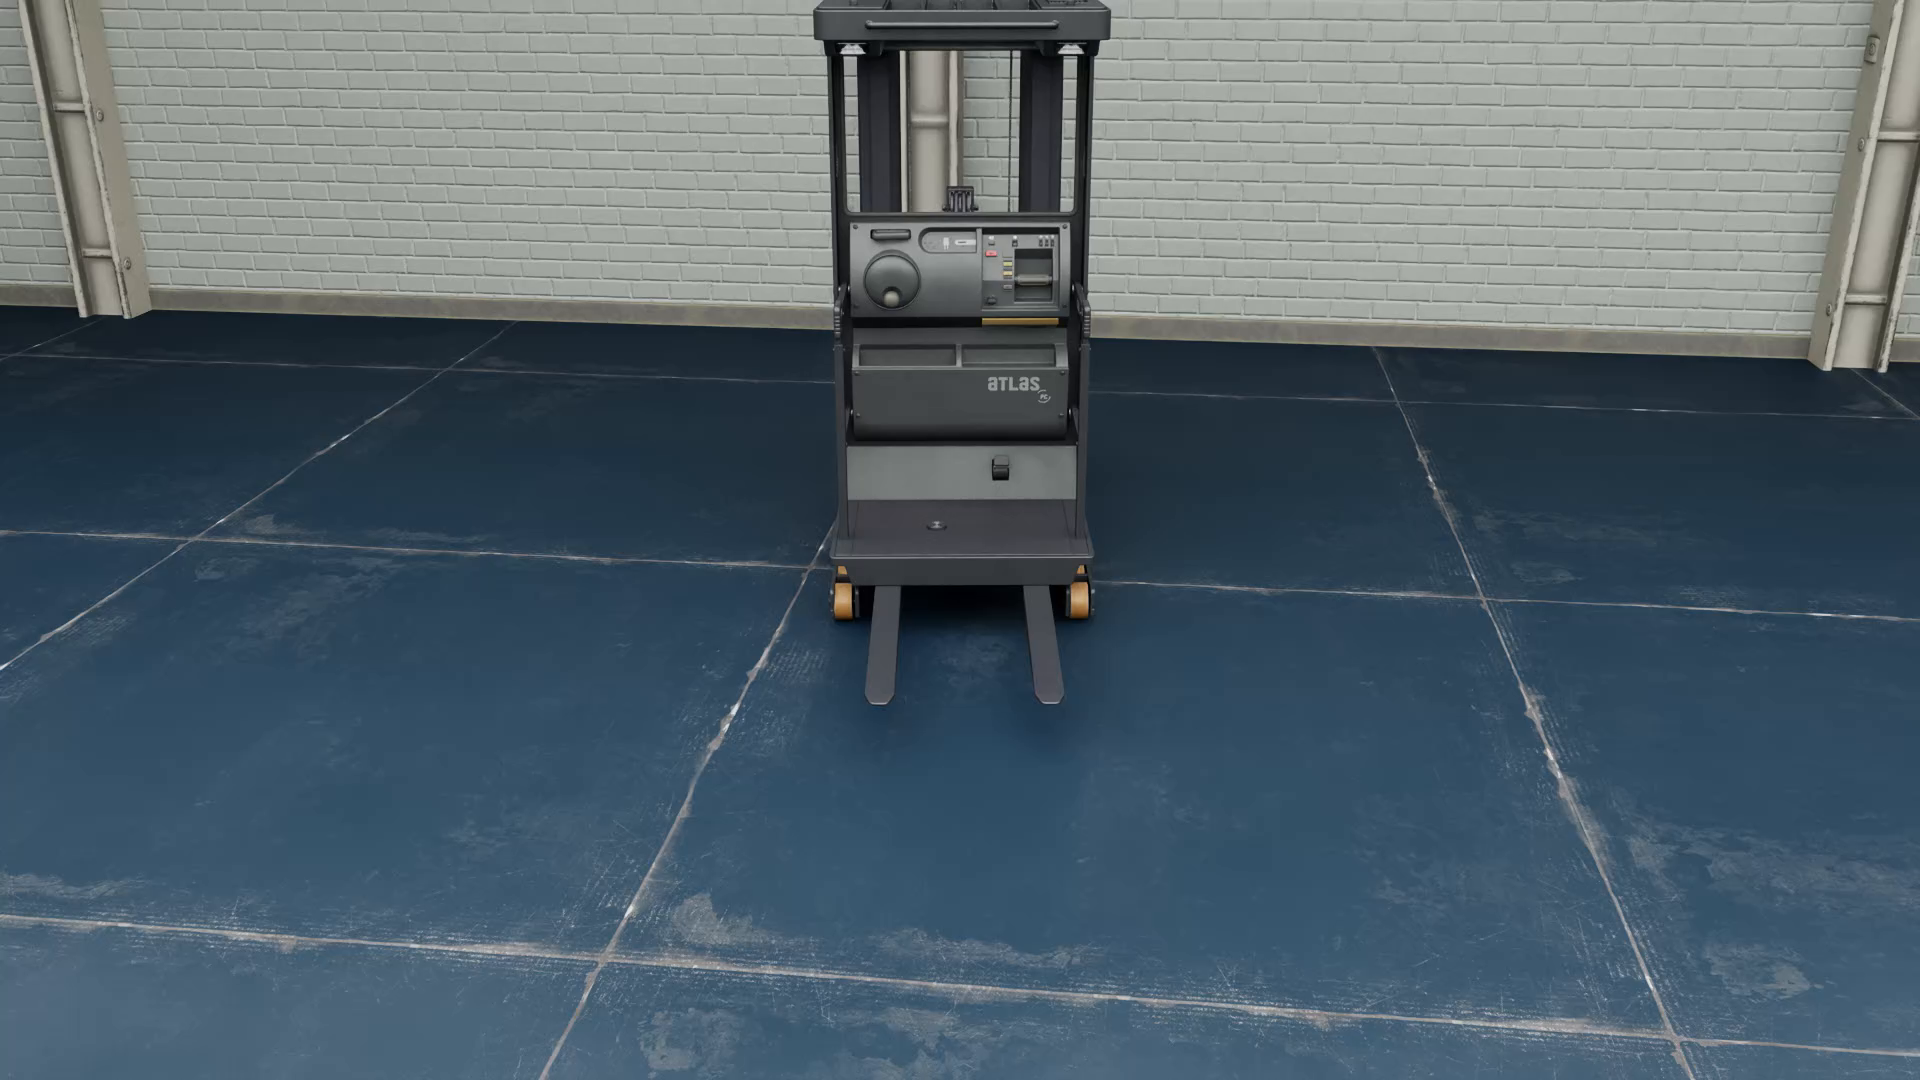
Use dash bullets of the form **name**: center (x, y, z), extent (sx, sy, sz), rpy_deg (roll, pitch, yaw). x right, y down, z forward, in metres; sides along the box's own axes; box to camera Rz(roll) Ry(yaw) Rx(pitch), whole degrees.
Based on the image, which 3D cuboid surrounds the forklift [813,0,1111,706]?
- **forklift**: center (0.005, -1.134, 6.822), extent (1.130, 2.935, 3.031), rpy_deg (0, 22, 0)

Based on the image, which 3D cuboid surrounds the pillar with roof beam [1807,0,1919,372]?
- **pillar with roof beam**: center (5.259, -3.753, 5.193), extent (0.400, 9.000, 9.100), rpy_deg (2, 22, 6)

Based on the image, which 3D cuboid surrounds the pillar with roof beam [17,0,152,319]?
- **pillar with roof beam**: center (-6.658, -4.272, 6.506), extent (0.400, 9.000, 9.100), rpy_deg (2, 22, 6)

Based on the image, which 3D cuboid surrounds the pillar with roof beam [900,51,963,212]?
- **pillar with roof beam**: center (-0.700, -4.013, 5.850), extent (0.400, 9.000, 9.100), rpy_deg (2, 22, 6)
